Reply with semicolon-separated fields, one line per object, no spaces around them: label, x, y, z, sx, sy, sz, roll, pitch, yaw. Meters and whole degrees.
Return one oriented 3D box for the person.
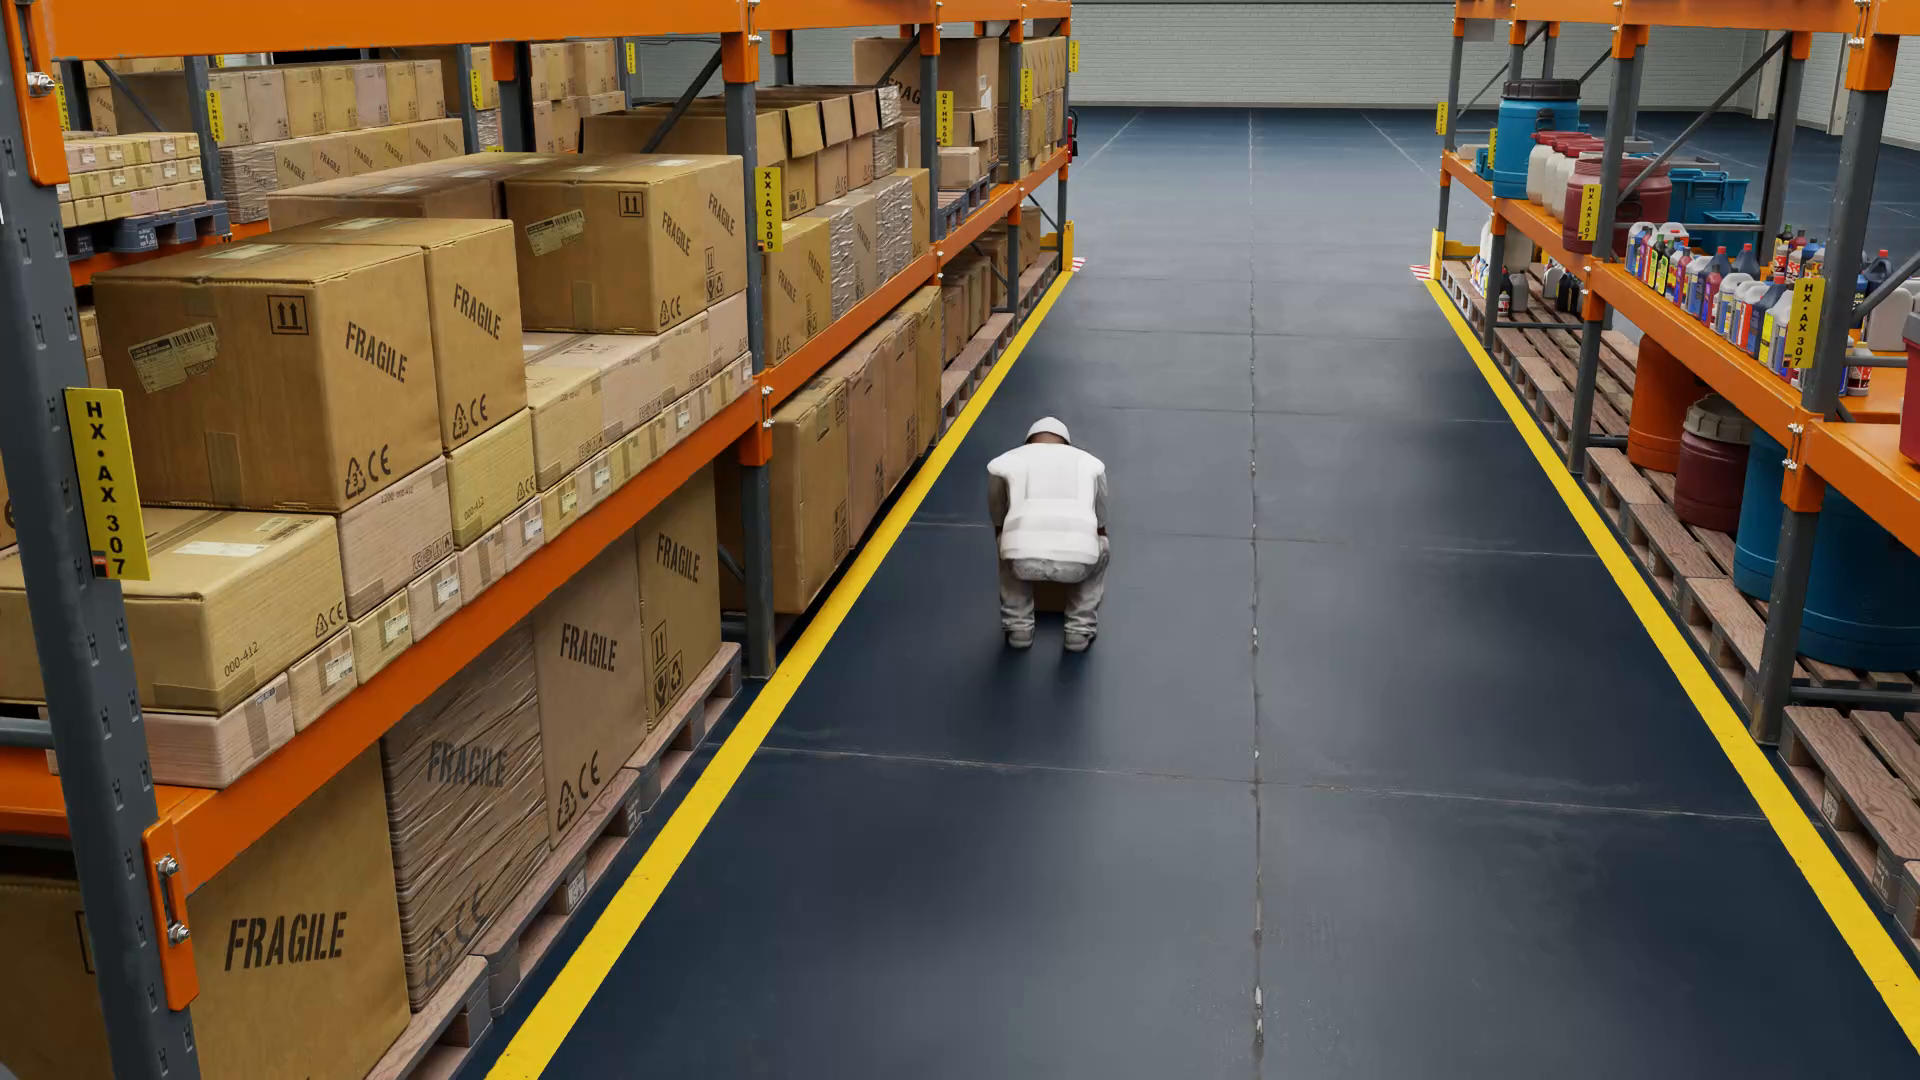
person;0.396;-0.025;7.524;0.577;0.921;0.911;3;18;9
